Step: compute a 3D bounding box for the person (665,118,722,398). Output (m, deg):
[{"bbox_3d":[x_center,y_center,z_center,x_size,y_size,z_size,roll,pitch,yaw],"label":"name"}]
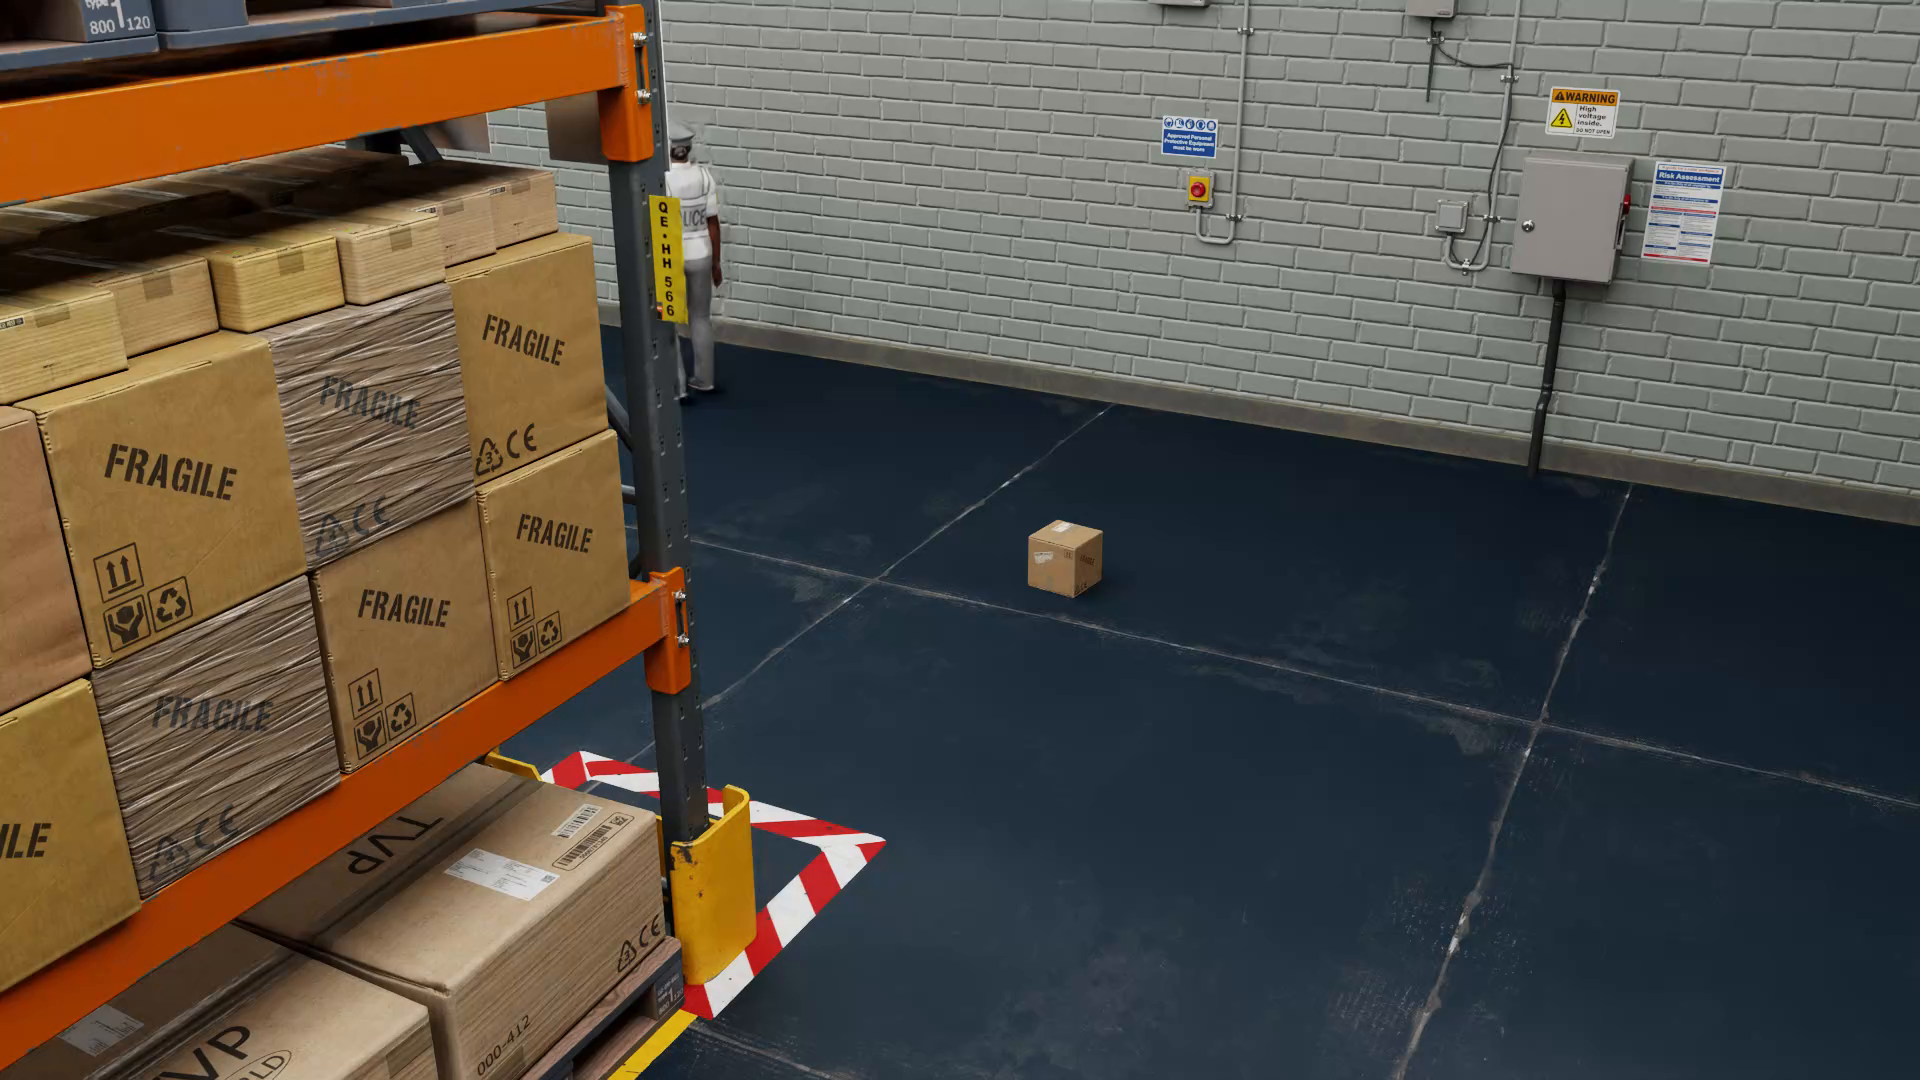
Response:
[{"bbox_3d":[-1.698,-1.672,10.012,0.489,1.695,0.451,-14,27,-30],"label":"person"}]
